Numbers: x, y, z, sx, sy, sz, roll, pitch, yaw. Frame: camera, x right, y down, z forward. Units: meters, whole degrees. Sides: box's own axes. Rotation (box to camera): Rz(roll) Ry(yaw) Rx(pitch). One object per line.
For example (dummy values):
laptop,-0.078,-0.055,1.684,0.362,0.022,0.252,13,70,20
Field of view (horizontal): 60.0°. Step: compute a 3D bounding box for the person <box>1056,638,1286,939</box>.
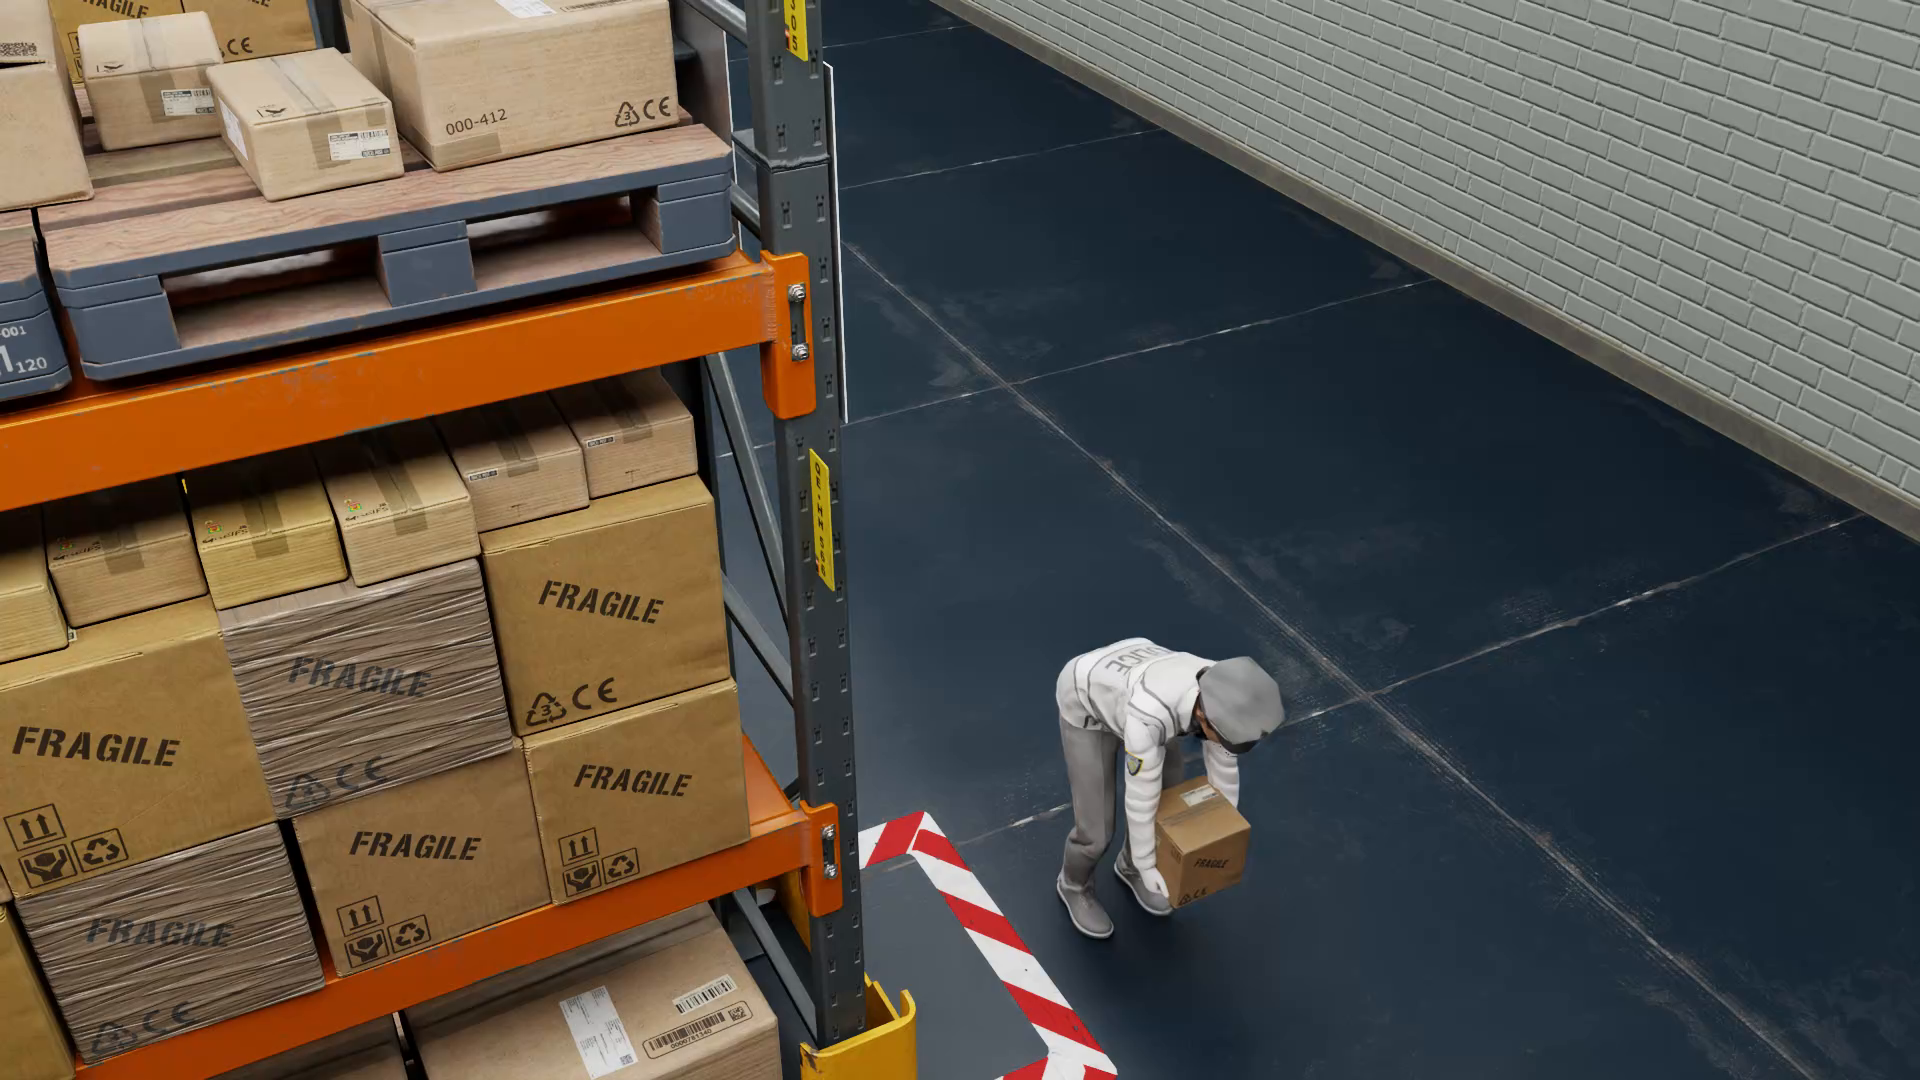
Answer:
person,0.632,0.792,5.244,0.417,1.326,0.866,-17,37,-24
